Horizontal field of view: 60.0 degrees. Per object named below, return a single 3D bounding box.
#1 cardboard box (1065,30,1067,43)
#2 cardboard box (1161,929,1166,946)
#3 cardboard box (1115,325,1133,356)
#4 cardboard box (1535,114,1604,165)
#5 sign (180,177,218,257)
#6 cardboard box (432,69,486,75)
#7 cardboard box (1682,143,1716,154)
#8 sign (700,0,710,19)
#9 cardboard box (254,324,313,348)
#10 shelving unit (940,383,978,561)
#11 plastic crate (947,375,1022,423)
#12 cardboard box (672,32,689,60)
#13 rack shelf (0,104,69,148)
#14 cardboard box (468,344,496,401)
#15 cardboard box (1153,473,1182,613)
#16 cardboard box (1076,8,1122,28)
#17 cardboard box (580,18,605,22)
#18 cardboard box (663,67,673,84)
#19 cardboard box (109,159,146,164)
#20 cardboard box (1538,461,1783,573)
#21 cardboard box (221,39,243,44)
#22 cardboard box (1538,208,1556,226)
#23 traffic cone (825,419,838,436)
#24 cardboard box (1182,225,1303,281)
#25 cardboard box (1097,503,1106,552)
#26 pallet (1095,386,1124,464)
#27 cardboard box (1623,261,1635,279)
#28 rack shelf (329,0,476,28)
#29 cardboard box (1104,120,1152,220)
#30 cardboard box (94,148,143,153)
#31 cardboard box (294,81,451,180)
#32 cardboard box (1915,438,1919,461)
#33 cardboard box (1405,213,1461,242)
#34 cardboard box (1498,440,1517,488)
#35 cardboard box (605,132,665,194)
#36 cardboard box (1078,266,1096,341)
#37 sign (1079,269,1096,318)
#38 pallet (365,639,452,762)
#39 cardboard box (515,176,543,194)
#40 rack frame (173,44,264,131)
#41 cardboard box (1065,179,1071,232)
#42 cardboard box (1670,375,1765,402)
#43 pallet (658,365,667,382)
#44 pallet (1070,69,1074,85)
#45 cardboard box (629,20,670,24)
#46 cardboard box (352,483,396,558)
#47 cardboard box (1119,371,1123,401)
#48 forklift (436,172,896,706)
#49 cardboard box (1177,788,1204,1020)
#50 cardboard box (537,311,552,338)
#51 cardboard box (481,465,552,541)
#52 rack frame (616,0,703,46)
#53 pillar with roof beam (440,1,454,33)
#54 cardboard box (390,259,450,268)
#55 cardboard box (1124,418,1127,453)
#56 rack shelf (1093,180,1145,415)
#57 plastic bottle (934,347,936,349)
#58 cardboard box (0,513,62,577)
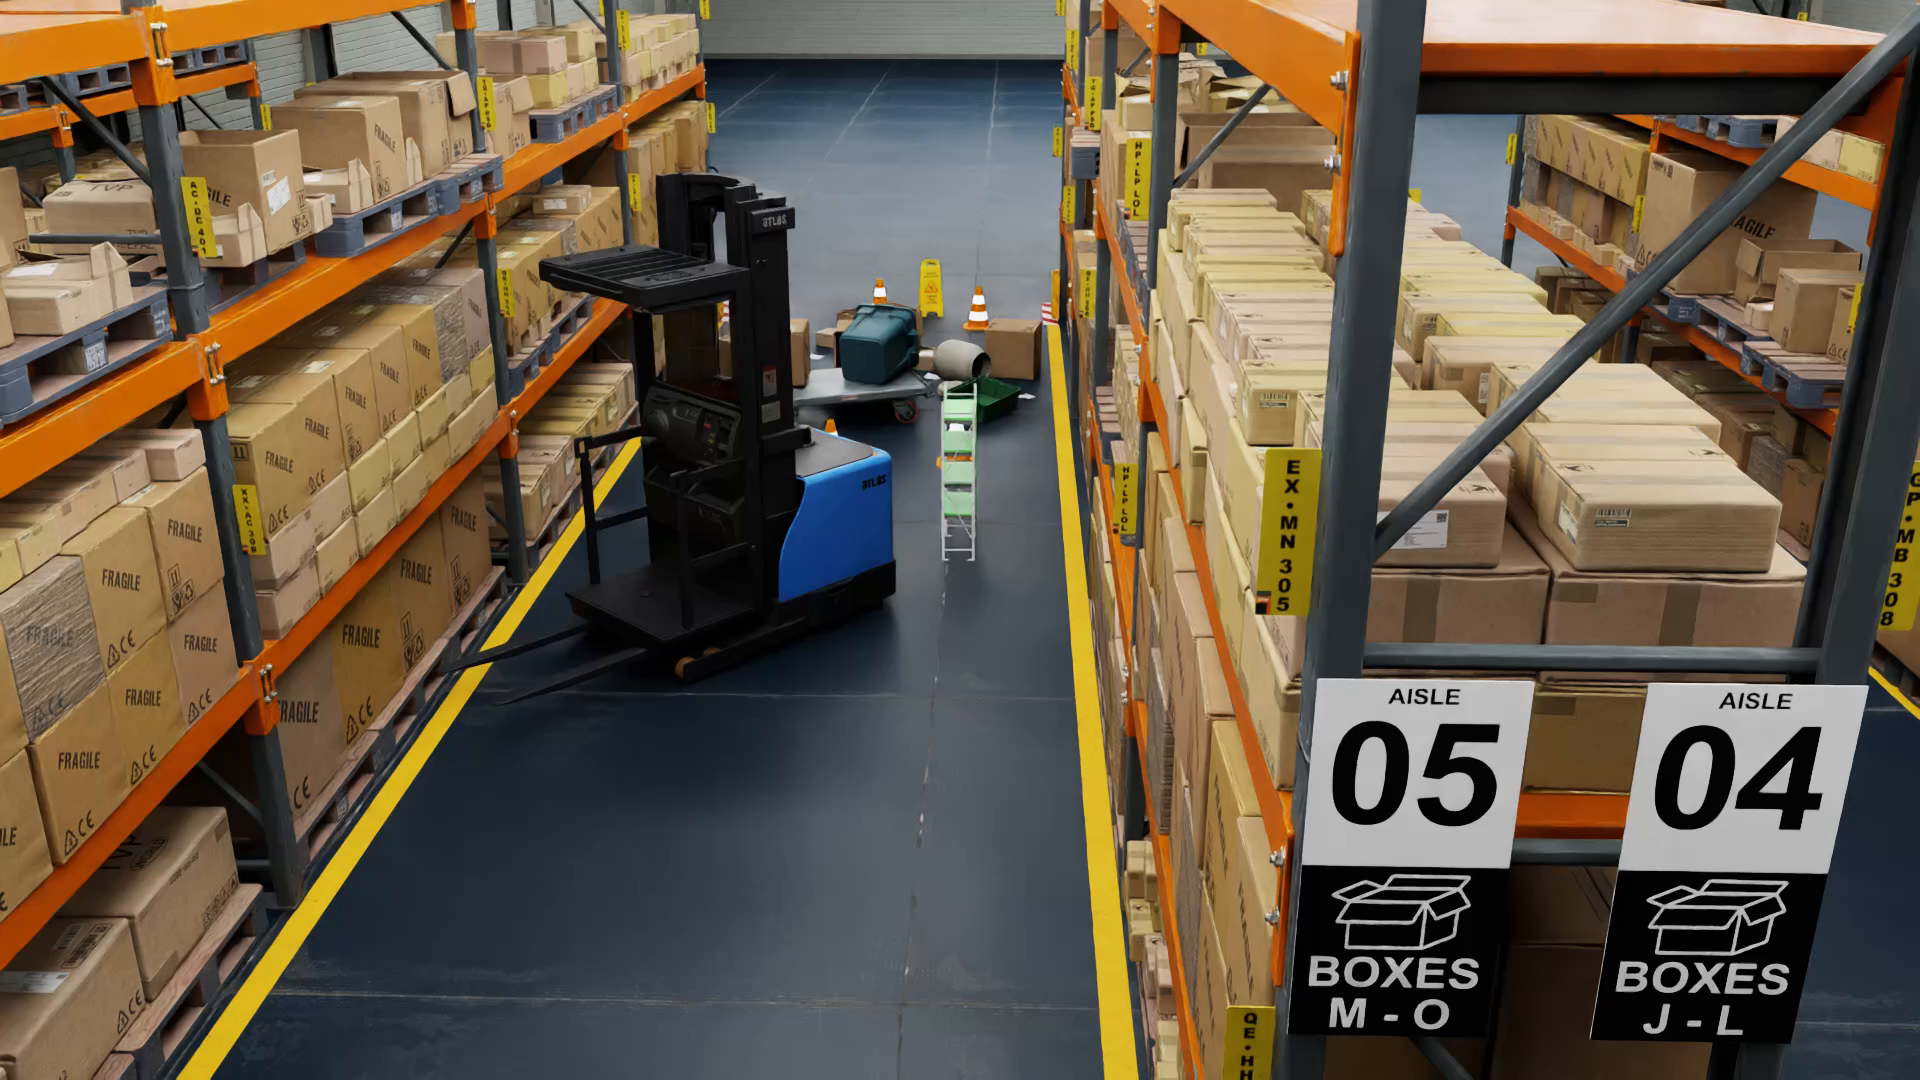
[{"bbox_3d":[1.303,-5.284,17.482,0.380,0.149,0.250,1,21,2],"label":"cardboard box"},{"bbox_3d":[1.055,1.669,7.029,0.380,0.149,0.250,1,21,1],"label":"cardboard box"},{"bbox_3d":[1.189,-1.270,10.598,0.380,0.149,0.250,1,21,2],"label":"cardboard box"},{"bbox_3d":[6.284,-4.156,17.163,0.500,0.500,0.500,1,21,2],"label":"cardboard box"},{"bbox_3d":[-3.121,-1.323,6.820,0.100,0.325,0.005,1,21,2],"label":"sign"},{"bbox_3d":[-3.858,-3.496,12.872,0.500,0.250,0.500,0,21,1],"label":"cardboard box"},{"bbox_3d":[6.741,-3.247,14.818,0.500,0.500,0.500,1,21,2],"label":"cardboard box"},{"bbox_3d":[-2.756,-5.788,17.930,0.100,0.325,0.005,1,21,2],"label":"sign"},{"bbox_3d":[-3.869,-0.886,9.146,0.500,0.500,0.500,1,21,2],"label":"cardboard box"},{"bbox_3d":[-0.005,-0.500,12.158,0.258,1.200,0.503,1,21,2],"label":"shelving unit"},{"bbox_3d":[0.215,-1.319,15.591,0.450,0.188,0.662,23,29,25],"label":"plastic crate"},{"bbox_3d":[-3.087,-5.088,17.145,0.500,0.250,0.500,0,21,1],"label":"cardboard box"},{"bbox_3d":[-8.454,-2.937,12.801,1.077,0.370,4.000,1,21,2],"label":"rack shelf"},{"bbox_3d":[-3.314,-1.083,10.690,0.500,0.250,0.500,1,21,1],"label":"cardboard box"},{"bbox_3d":[1.018,0.063,6.289,0.500,0.500,0.500,0,21,0],"label":"cardboard box"},{"bbox_3d":[1.211,-4.558,14.508,0.380,0.149,0.250,0,21,1],"label":"cardboard box"},{"bbox_3d":[-3.668,-5.246,17.002,0.380,0.149,0.250,1,21,1],"label":"cardboard box"},{"bbox_3d":[-3.044,-4.584,16.397,0.380,0.149,0.250,0,21,1],"label":"cardboard box"},{"bbox_3d":[-8.127,-3.664,16.379,0.380,0.149,0.250,1,21,1],"label":"cardboard box"},{"bbox_3d":[1.391,-0.050,3.328,0.380,0.149,0.250,0,21,1],"label":"cardboard box"},{"bbox_3d":[-8.042,-5.568,17.730,0.500,0.500,0.500,1,21,3],"label":"cardboard box"},{"bbox_3d":[6.312,-3.393,17.474,0.380,0.149,0.250,1,21,2],"label":"cardboard box"},{"bbox_3d":[-1.080,-0.782,13.905,0.336,0.463,0.334,1,21,2],"label":"traffic cone"},{"bbox_3d":[0.978,-0.996,5.767,0.380,0.149,0.250,0,21,0],"label":"cardboard box"},{"bbox_3d":[1.119,-0.030,10.298,0.500,0.250,0.500,0,21,1],"label":"cardboard box"},{"bbox_3d":[1.482,-0.732,10.533,1.213,0.211,1.003,1,21,2],"label":"pallet"},{"bbox_3d":[6.186,-2.399,14.913,0.380,0.149,0.250,1,21,2],"label":"cardboard box"},{"bbox_3d":[-3.493,-4.096,12.193,1.077,0.370,4.000,1,21,2],"label":"rack shelf"},{"bbox_3d":[1.106,-2.141,9.614,0.500,0.500,0.500,1,21,2],"label":"cardboard box"},{"bbox_3d":[-8.643,-3.944,17.100,0.380,0.149,0.250,0,21,0],"label":"cardboard box"},{"bbox_3d":[-3.394,-2.379,9.647,0.700,0.500,0.500,0,21,-1],"label":"cardboard box"},{"bbox_3d":[6.052,-0.676,9.987,0.500,0.500,0.500,0,21,0],"label":"cardboard box"},{"bbox_3d":[1.576,-1.081,5.986,0.380,0.149,0.250,1,21,2],"label":"cardboard box"},{"bbox_3d":[1.442,-0.094,3.993,0.500,0.250,0.500,0,21,1],"label":"cardboard box"},{"bbox_3d":[-3.165,-3.537,15.566,0.700,0.500,0.500,1,21,2],"label":"cardboard box"},{"bbox_3d":[1.186,-1.839,12.983,0.500,0.500,0.500,1,21,2],"label":"cardboard box"},{"bbox_3d":[0.842,-1.625,10.969,0.100,0.325,0.005,1,21,2],"label":"sign"},{"bbox_3d":[-3.693,0.926,9.850,1.003,0.211,1.213,1,21,2],"label":"pallet"},{"bbox_3d":[-3.800,-3.062,14.246,0.380,0.149,0.250,1,21,1],"label":"cardboard box"},{"bbox_3d":[-8.272,-4.044,18.804,1.000,3.000,0.127,1,21,2],"label":"rack frame"},{"bbox_3d":[1.537,-3.508,17.215,0.875,0.550,0.550,1,21,2],"label":"cardboard box"},{"bbox_3d":[6.400,-1.081,14.016,0.700,0.500,0.500,1,21,1],"label":"cardboard box"},{"bbox_3d":[-3.447,-1.487,16.071,1.003,0.211,1.213,1,21,2],"label":"pallet"},{"bbox_3d":[1.594,-4.619,16.263,1.003,0.211,1.213,1,21,2],"label":"pallet"},{"bbox_3d":[-3.135,-5.153,16.762,0.380,0.149,0.250,1,21,2],"label":"cardboard box"},{"bbox_3d":[-3.352,-0.110,8.874,0.500,0.250,0.500,0,21,1],"label":"cardboard box"},{"bbox_3d":[1.171,-0.930,10.135,0.380,0.149,0.250,0,21,0],"label":"cardboard box"},{"bbox_3d":[-1.830,-0.690,10.256,1.130,2.935,3.031,19,28,41],"label":"forklift"},{"bbox_3d":[0.937,1.092,5.018,0.500,0.500,0.500,1,21,2],"label":"cardboard box"},{"bbox_3d":[-3.232,-1.592,12.251,0.380,0.149,0.250,1,21,2],"label":"cardboard box"},{"bbox_3d":[-3.527,-0.273,12.138,0.950,0.372,0.625,-1,21,-2],"label":"cardboard box"},{"bbox_3d":[-3.310,-6.787,17.582,1.000,3.000,0.127,1,21,2],"label":"rack frame"},{"bbox_3d":[-4.526,-10.890,28.156,9.100,9.000,0.400,1,21,2],"label":"pillar with roof beam"},{"bbox_3d":[-3.818,-1.646,11.496,0.500,0.500,0.500,0,21,0],"label":"cardboard box"},{"bbox_3d":[1.153,-0.611,9.723,0.380,0.149,0.250,1,21,3],"label":"cardboard box"},{"bbox_3d":[1.336,-1.420,8.890,1.077,0.370,4.000,1,21,2],"label":"rack shelf"},{"bbox_3d":[-0.276,-1.960,17.496,0.133,0.061,0.283,-7,22,-17],"label":"plastic bottle"},{"bbox_3d":[-3.462,0.015,5.927,0.380,0.149,0.250,0,21,1],"label":"cardboard box"}]
